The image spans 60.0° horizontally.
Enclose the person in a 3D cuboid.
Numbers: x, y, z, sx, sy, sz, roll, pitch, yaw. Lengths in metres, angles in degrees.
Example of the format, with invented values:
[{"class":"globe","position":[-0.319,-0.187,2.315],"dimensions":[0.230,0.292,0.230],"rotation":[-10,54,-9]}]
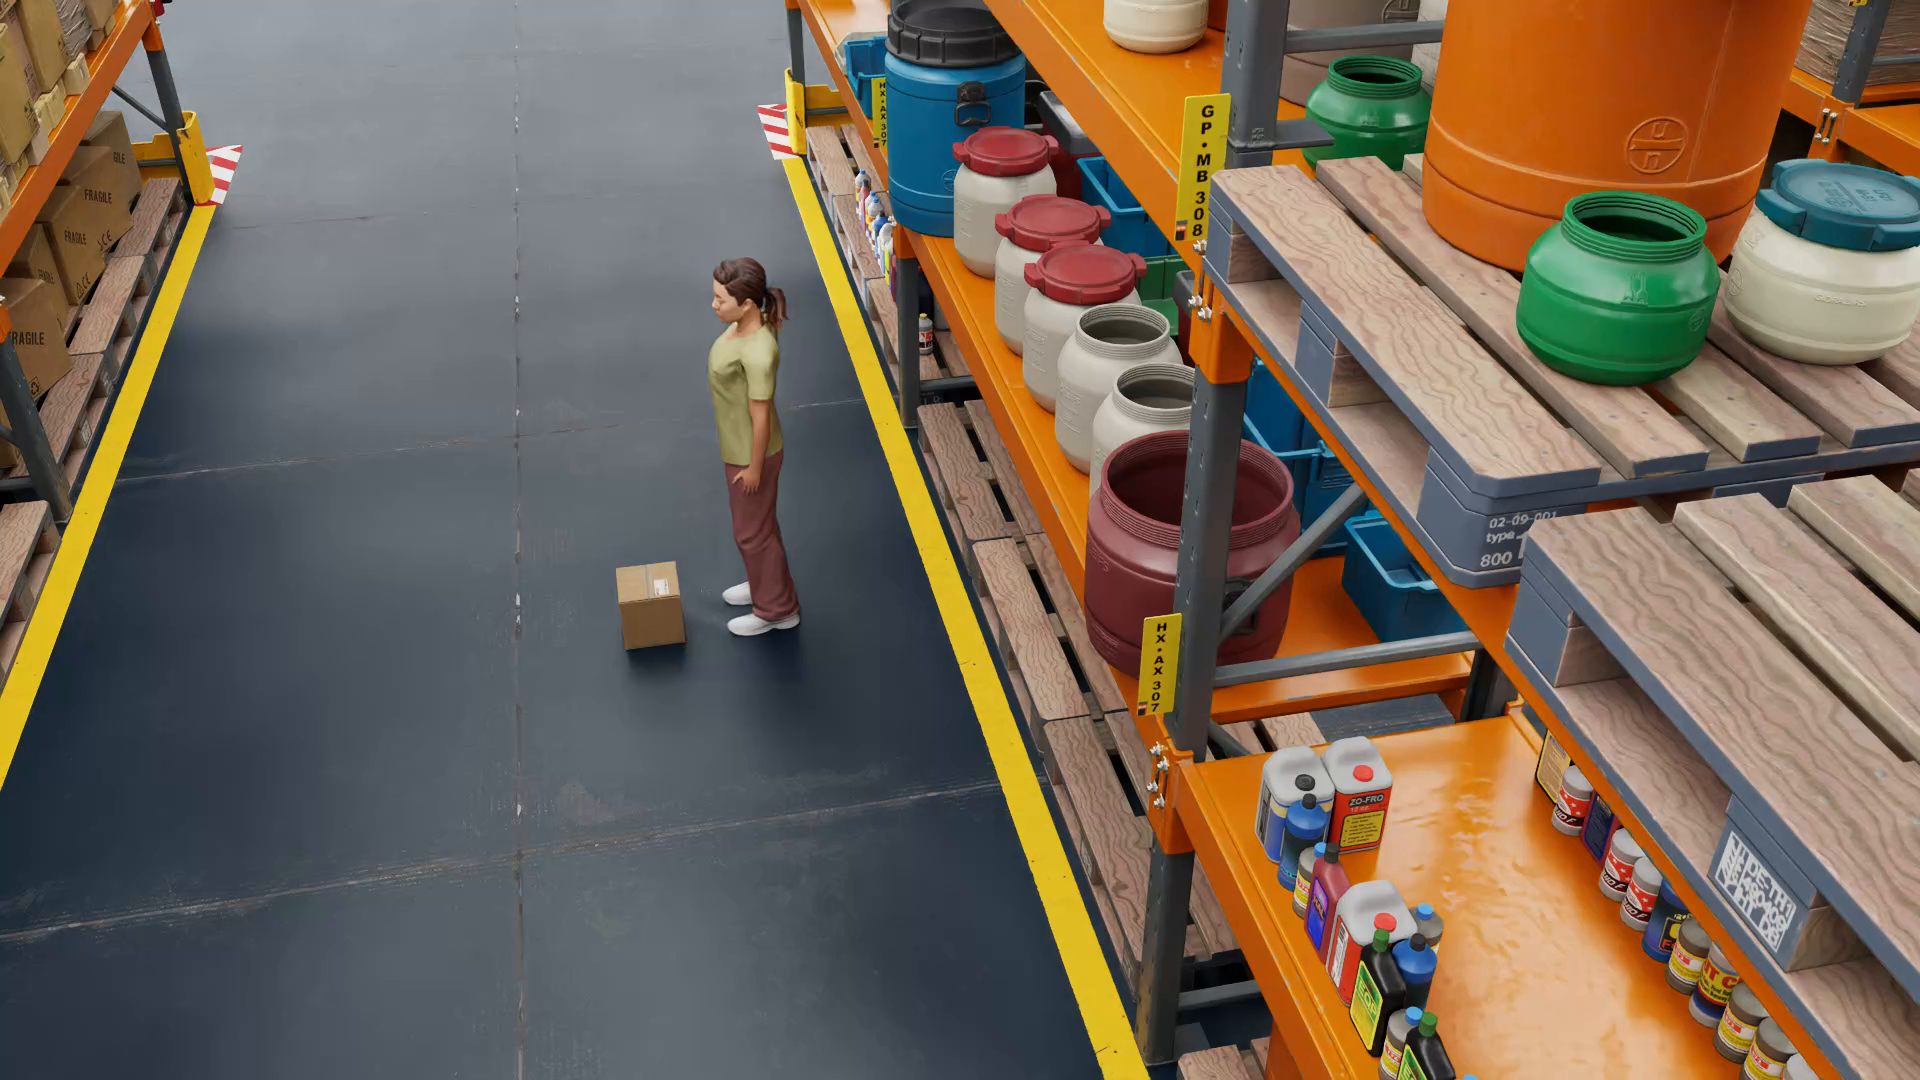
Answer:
[{"class":"person","position":[-0.825,-0.365,6.682],"dimensions":[0.362,1.672,0.442],"rotation":[-7,35,-9]}]
